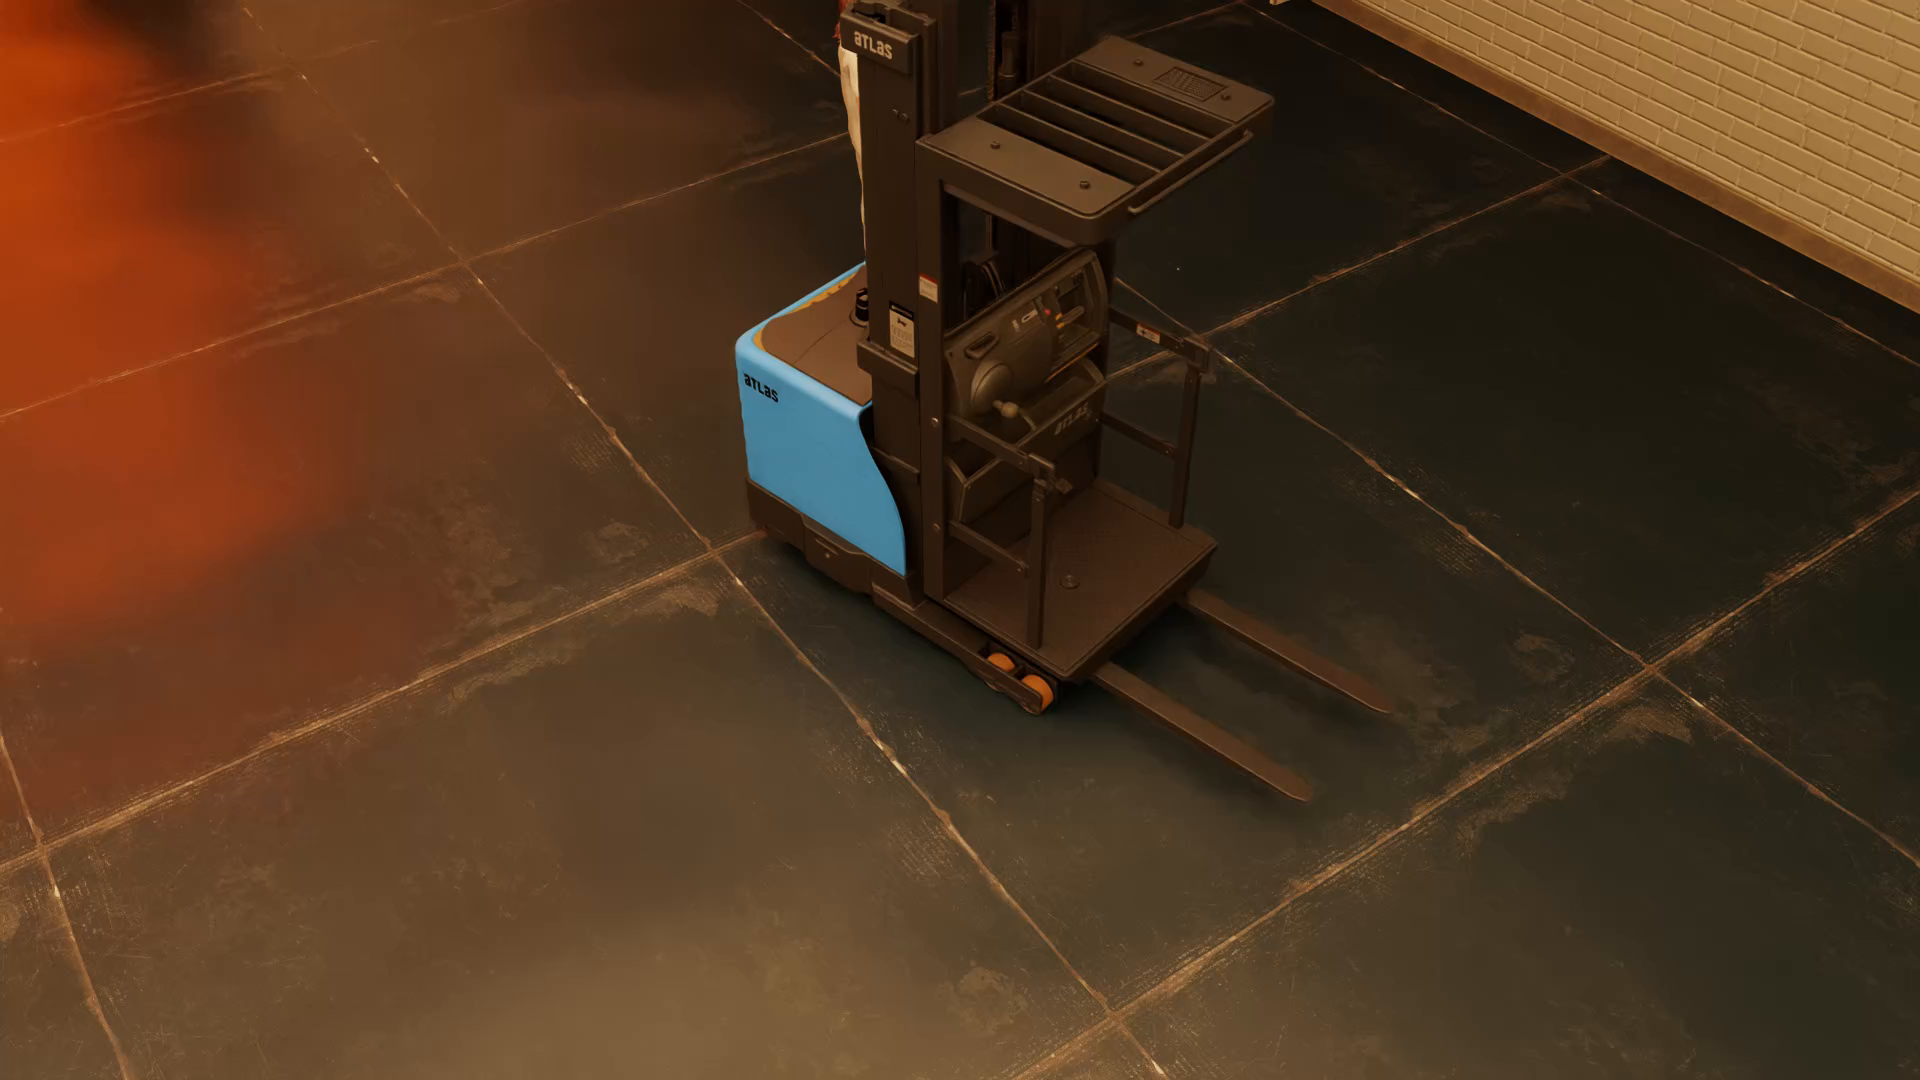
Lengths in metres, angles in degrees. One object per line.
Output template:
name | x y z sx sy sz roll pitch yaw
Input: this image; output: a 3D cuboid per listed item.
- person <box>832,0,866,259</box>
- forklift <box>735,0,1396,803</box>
person | -0.389 -2.181 8.999 0.550 1.675 0.543 -8 43 -9
forklift | 0.435 -0.746 6.525 3.031 2.935 1.130 31 51 29
